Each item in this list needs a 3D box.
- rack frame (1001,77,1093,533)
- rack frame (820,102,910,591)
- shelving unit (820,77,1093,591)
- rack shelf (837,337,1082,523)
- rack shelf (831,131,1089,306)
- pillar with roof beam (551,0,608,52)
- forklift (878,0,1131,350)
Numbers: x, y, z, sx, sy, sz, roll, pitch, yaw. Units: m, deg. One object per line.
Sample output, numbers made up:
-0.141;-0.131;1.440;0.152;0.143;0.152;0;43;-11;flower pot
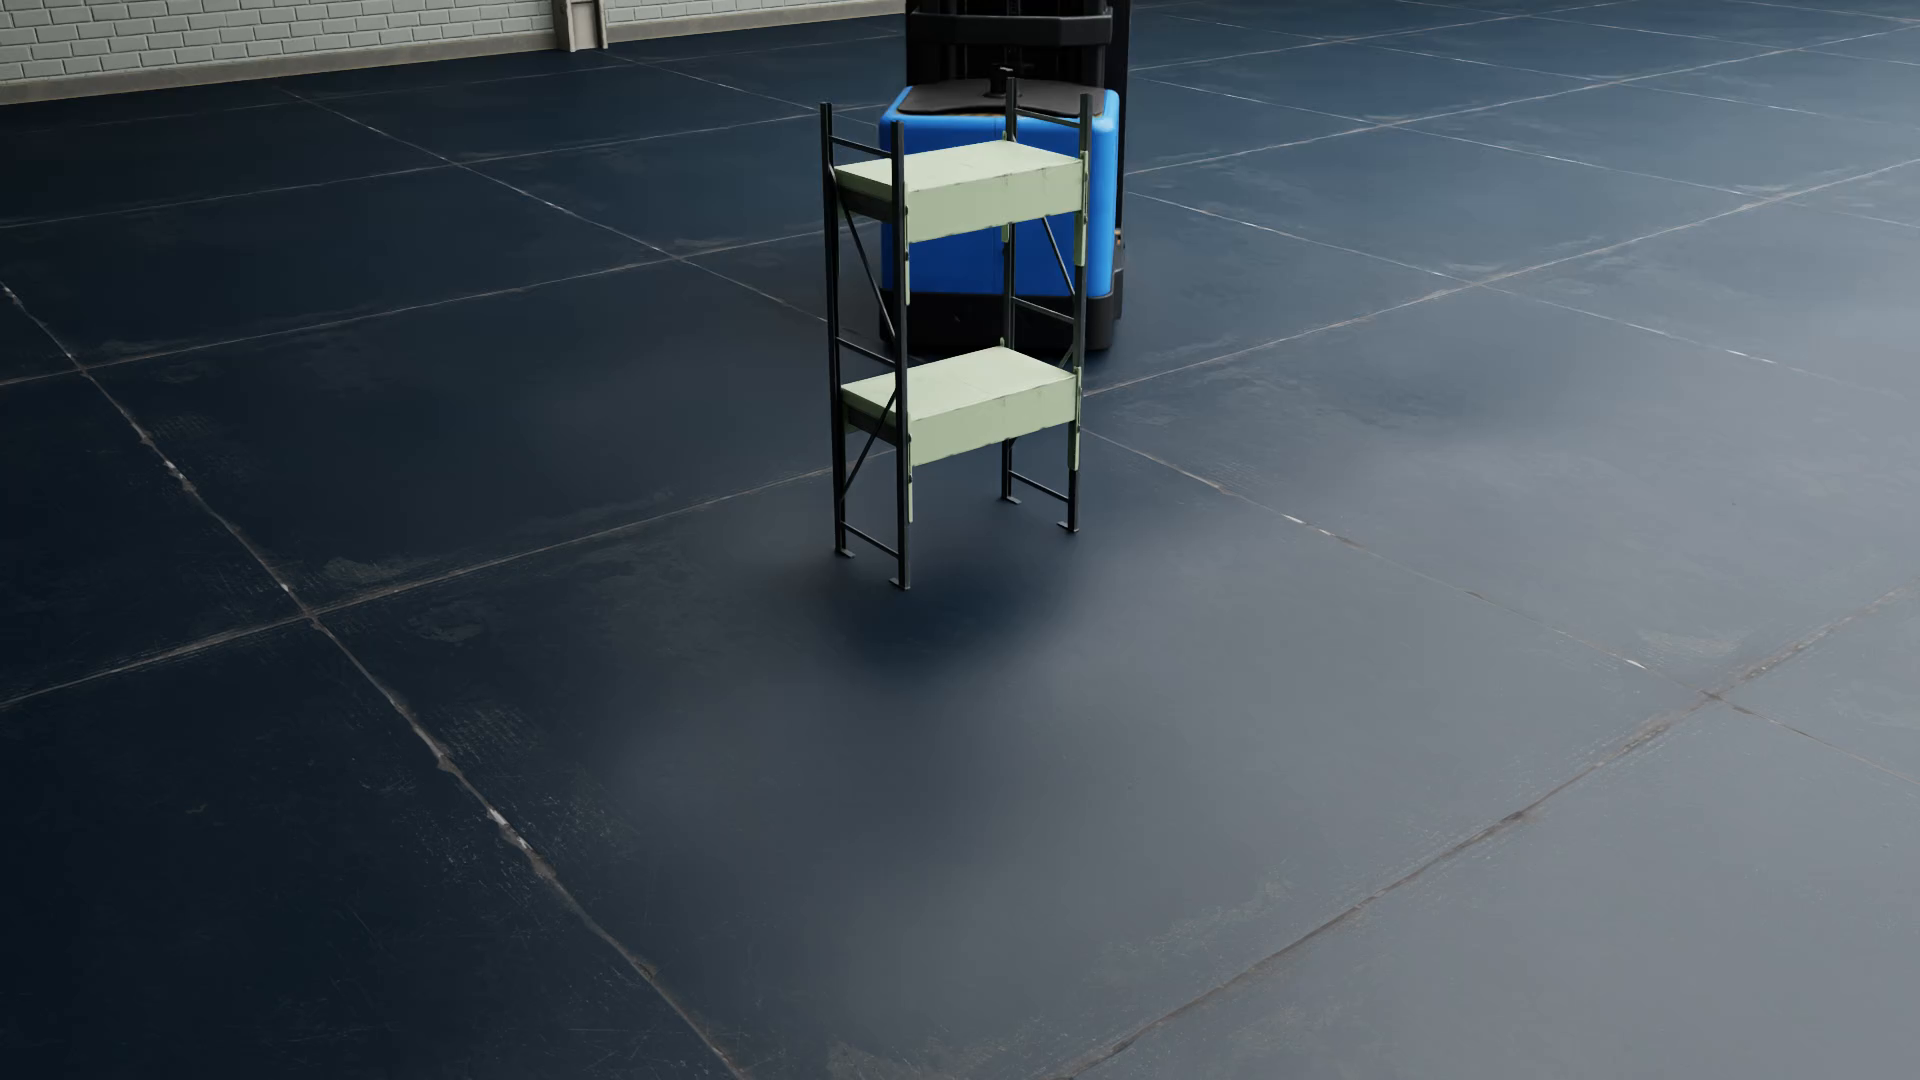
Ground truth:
0.283;-0.774;5.635;0.023;1.500;0.400;-18;31;-34;rack frame
-0.293;-0.583;5.226;0.023;1.500;0.400;-18;31;-34;rack frame
-0.005;-0.679;5.431;0.755;1.500;0.431;-18;31;-34;shelving unit
-0.005;-0.383;5.568;0.720;0.370;0.431;-18;31;-34;rack shelf
-0.005;-1.033;5.266;0.720;0.370;0.431;-18;31;-34;rack shelf
-0.950;-7.351;10.900;0.400;9.000;9.100;-18;31;-34;pillar with roof beam
0.306;-2.761;8.217;1.130;2.935;3.031;3;25;5;forklift
